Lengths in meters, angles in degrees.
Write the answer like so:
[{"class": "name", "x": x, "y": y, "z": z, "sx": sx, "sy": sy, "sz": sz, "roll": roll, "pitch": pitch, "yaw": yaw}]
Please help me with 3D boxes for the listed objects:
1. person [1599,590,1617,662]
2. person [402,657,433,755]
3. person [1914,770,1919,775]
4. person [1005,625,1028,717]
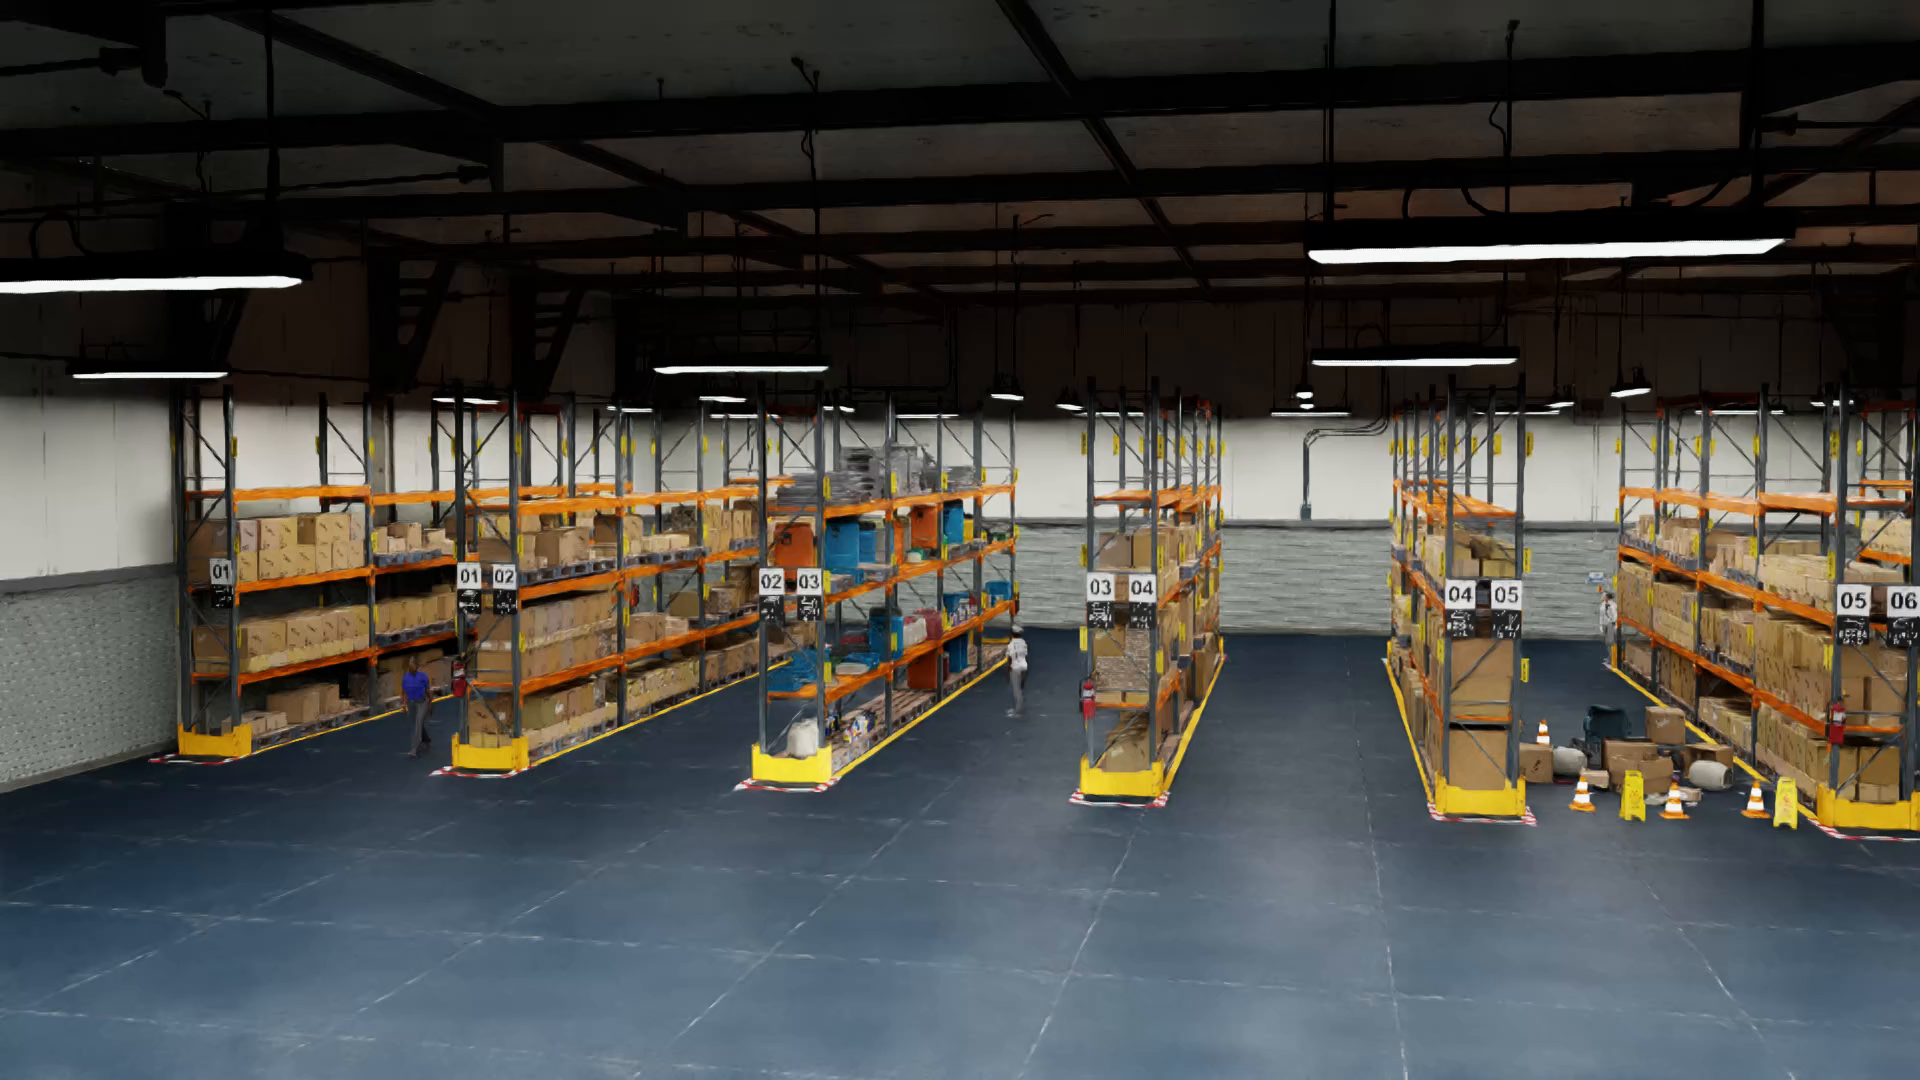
[{"class": "person", "x": 15.116, "y": 1.995, "z": 38.685, "sx": 0.385, "sy": 1.668, "sz": 0.583, "roll": -1, "pitch": 3, "yaw": -19}, {"class": "person", "x": -8.876, "y": 2.678, "z": 27.109, "sx": 0.450, "sy": 1.572, "sz": 1.089, "roll": 1, "pitch": 3, "yaw": 10}, {"class": "person", "x": 14.595, "y": 2.754, "z": 24.937, "sx": 0.569, "sy": 1.668, "sz": 0.560, "roll": 3, "pitch": 4, "yaw": 43}, {"class": "person", "x": 1.058, "y": 2.427, "z": 30.962, "sx": 0.528, "sy": 1.669, "sz": 0.531, "roll": 3, "pitch": 4, "yaw": 42}]
